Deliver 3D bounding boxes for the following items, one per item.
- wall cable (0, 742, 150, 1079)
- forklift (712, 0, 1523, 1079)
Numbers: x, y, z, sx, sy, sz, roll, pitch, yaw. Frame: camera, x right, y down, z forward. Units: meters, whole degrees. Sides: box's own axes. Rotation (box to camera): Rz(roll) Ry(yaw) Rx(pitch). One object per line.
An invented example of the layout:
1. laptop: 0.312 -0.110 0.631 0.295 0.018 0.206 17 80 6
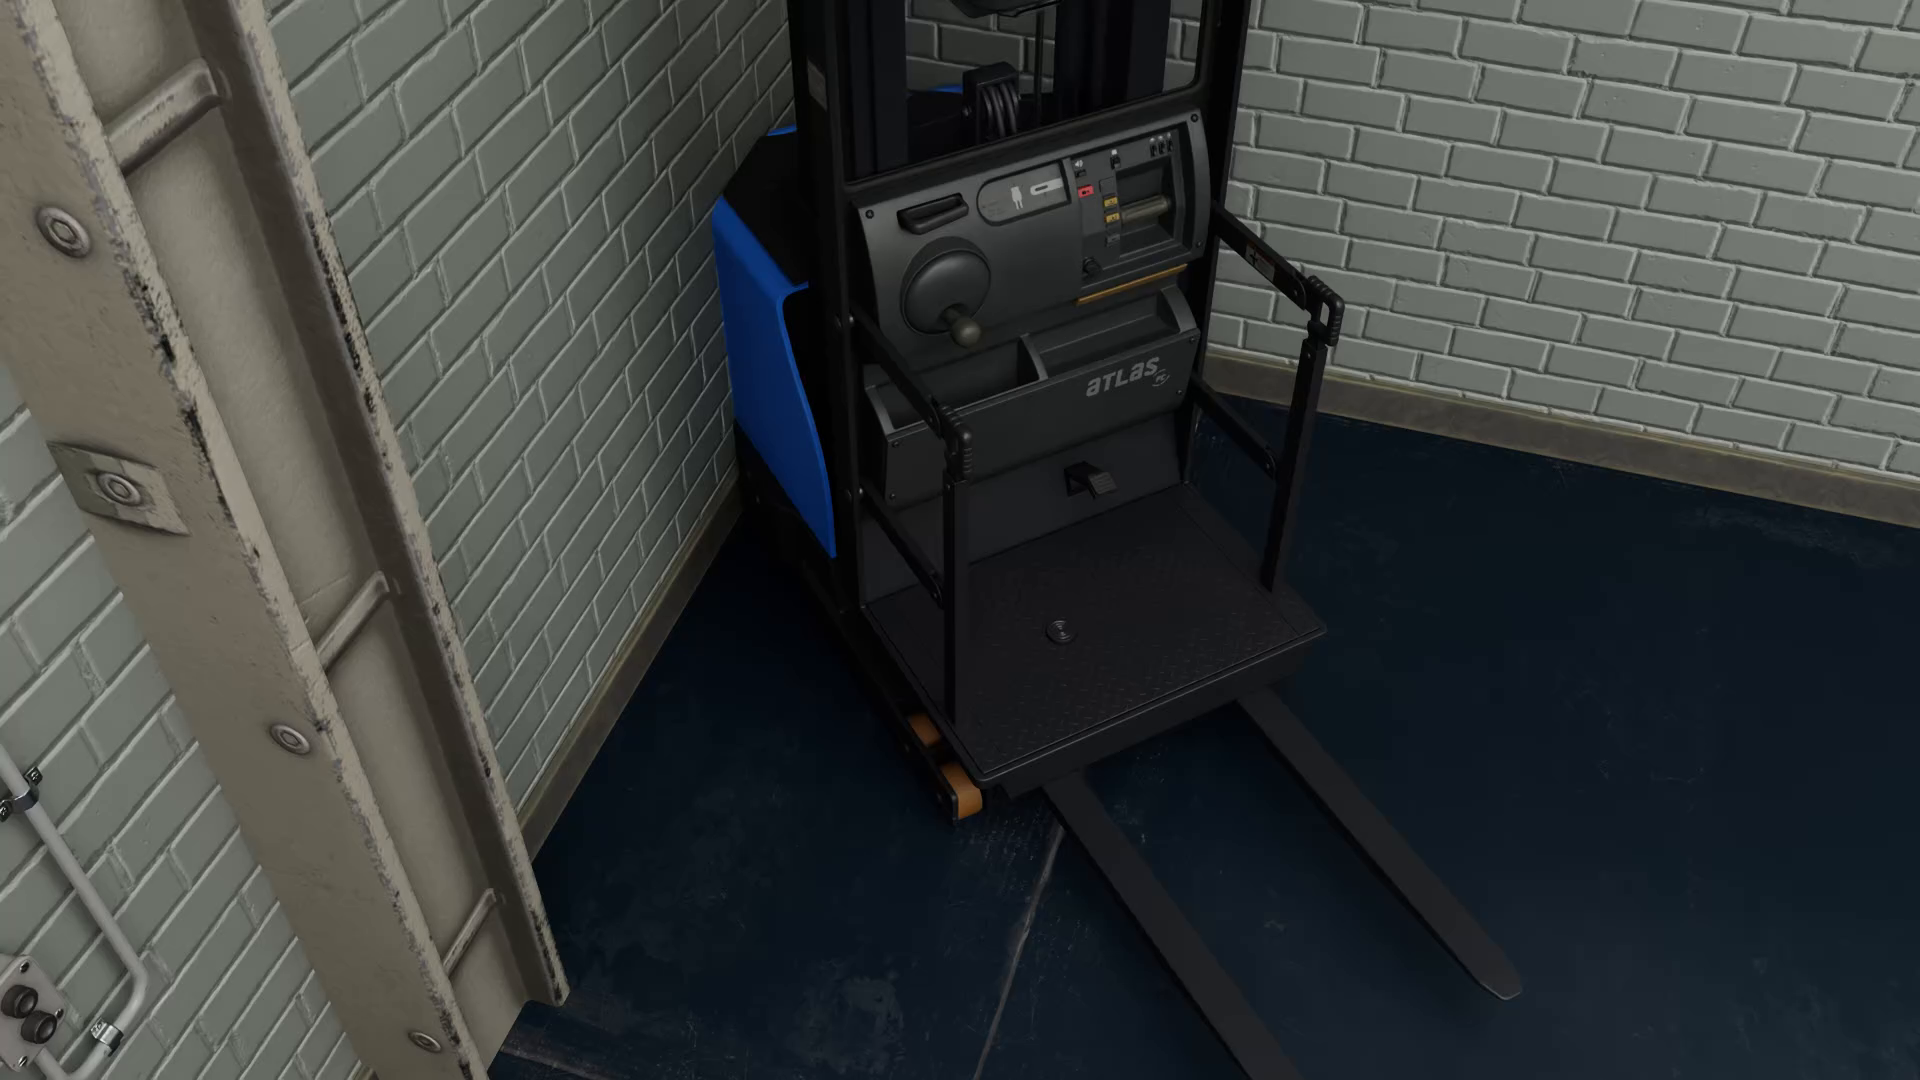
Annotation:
1. wall cable: -1.675 0.702 1.662 0.084 1.984 1.851 13 46 13
2. forklift: 0.298 -0.662 3.831 1.130 2.935 3.031 -21 48 -20
